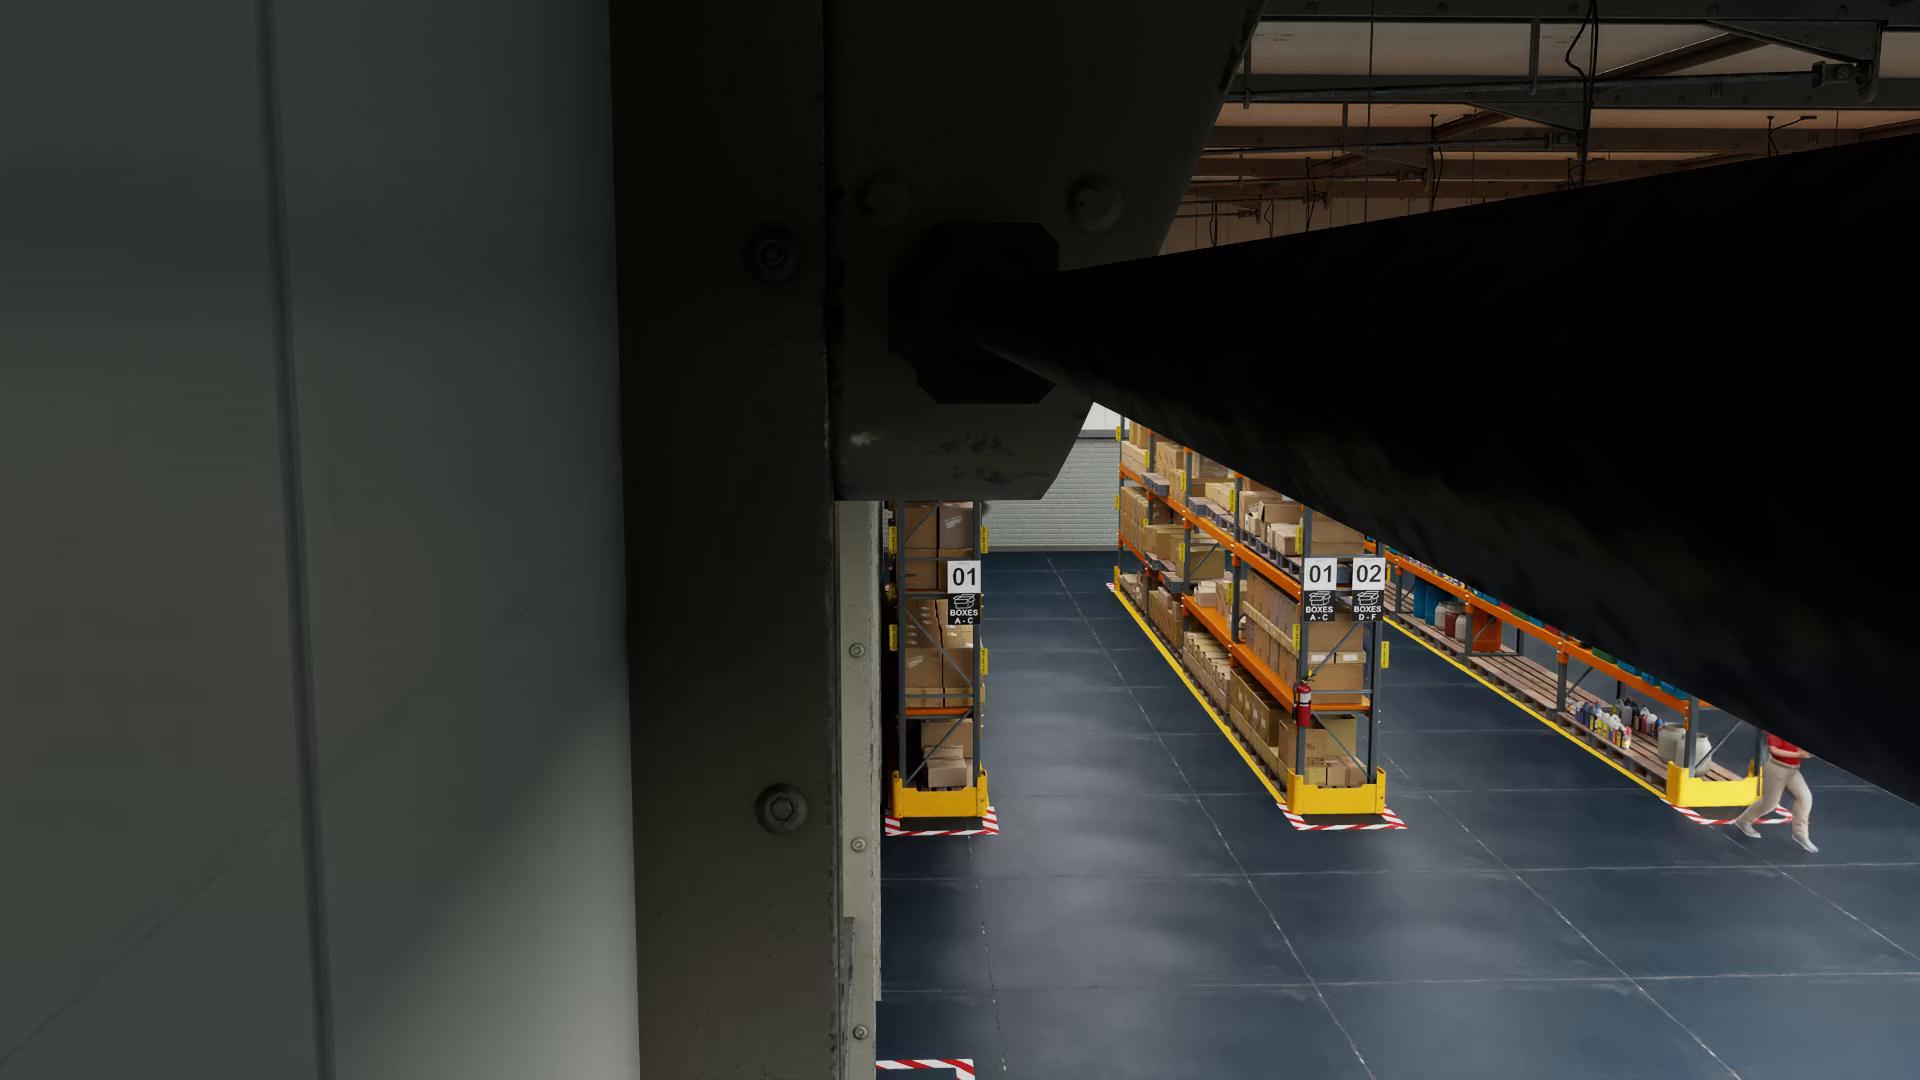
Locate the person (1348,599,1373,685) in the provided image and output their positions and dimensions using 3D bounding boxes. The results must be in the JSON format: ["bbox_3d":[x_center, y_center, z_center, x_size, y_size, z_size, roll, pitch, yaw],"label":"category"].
[{"bbox_3d":[6.710,1.528,27.880,0.628,1.650,0.963,-2,8,-11],"label":"person"}]

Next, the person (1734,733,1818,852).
[{"bbox_3d":[9.527,2.722,19.348,0.678,1.770,0.895,-7,11,-40],"label":"person"}]
